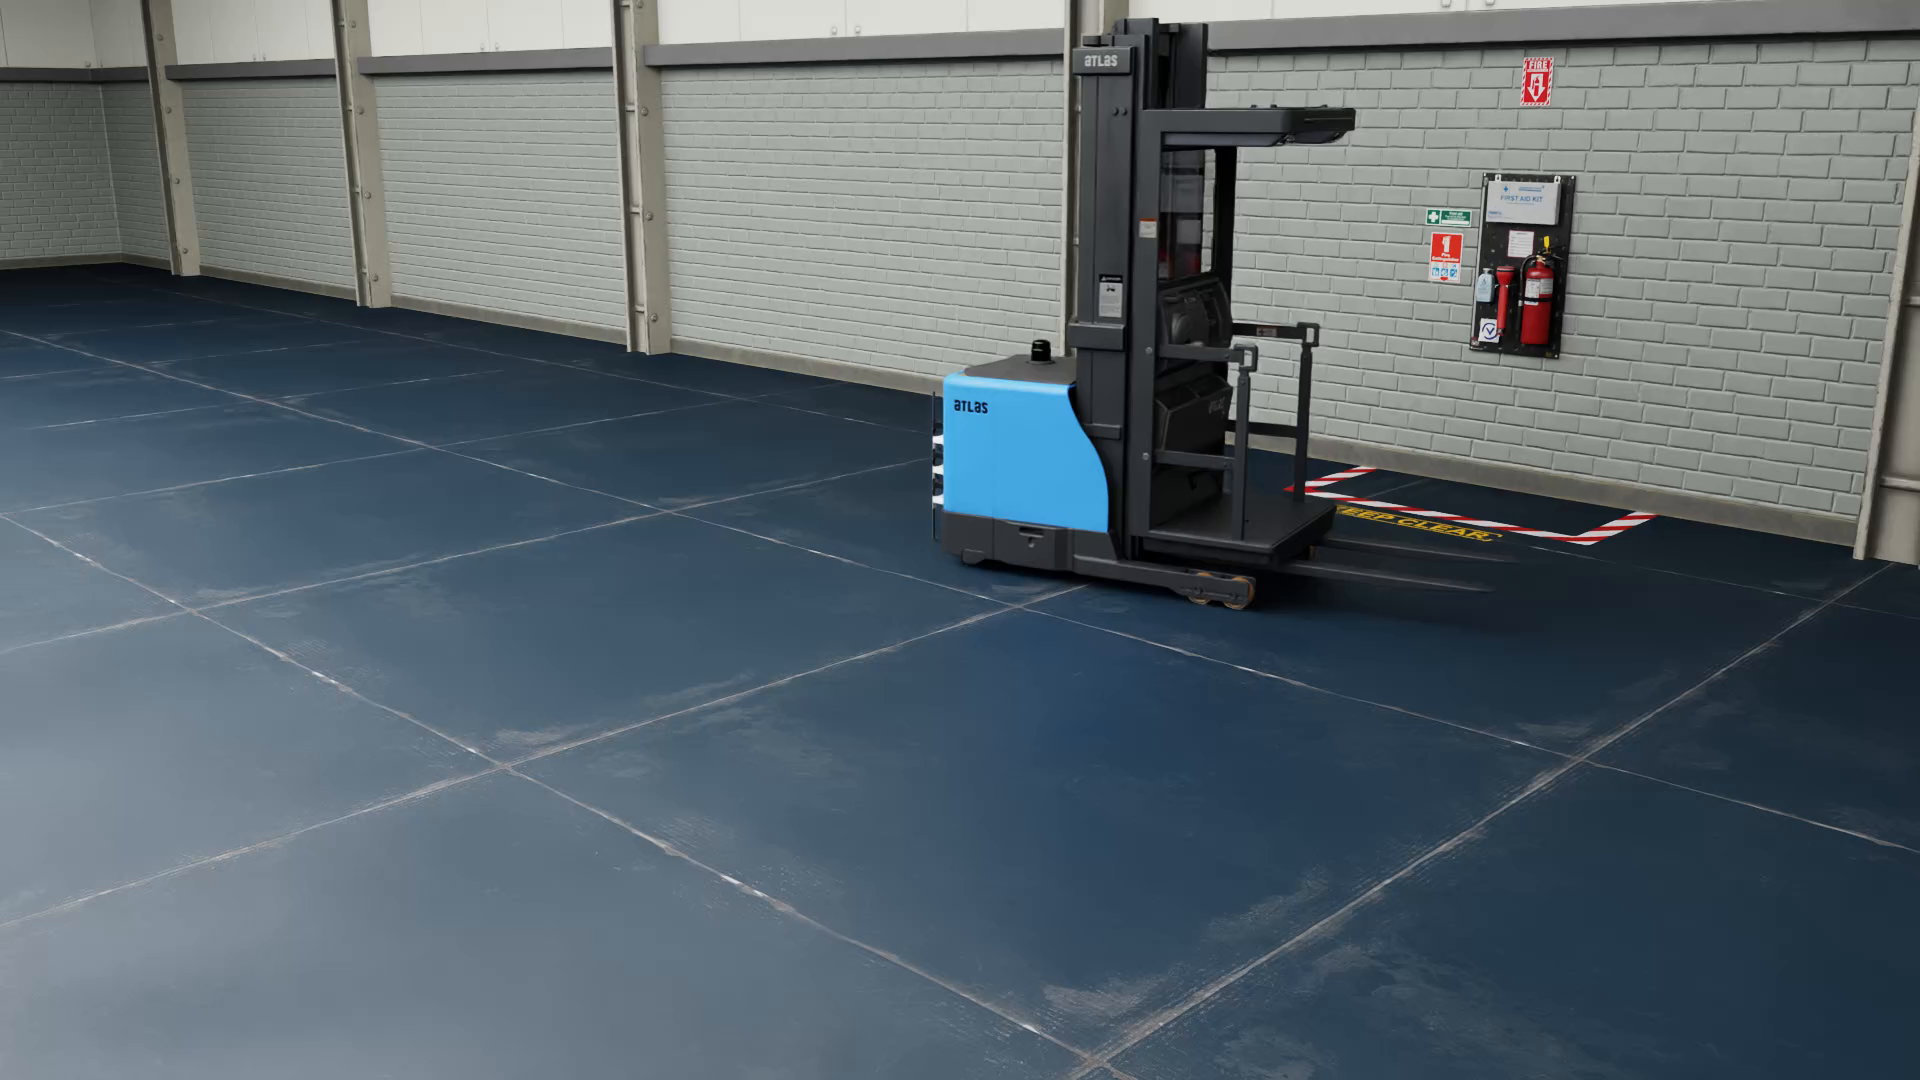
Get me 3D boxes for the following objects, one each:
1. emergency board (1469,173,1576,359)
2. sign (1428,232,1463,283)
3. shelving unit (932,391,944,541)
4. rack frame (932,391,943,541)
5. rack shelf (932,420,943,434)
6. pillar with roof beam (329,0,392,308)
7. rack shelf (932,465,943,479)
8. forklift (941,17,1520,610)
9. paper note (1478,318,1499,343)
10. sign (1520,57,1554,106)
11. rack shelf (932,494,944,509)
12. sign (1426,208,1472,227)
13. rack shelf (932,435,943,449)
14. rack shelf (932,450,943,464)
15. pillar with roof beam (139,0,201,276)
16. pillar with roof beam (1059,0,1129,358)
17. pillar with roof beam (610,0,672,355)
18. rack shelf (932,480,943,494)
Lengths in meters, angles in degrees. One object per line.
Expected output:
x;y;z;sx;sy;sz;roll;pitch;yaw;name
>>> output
3.613;-1.780;10.815;0.643;1.169;0.194;14;20;42;emergency board
3.287;-1.913;11.253;0.234;0.329;0.001;14;20;42;sign
-0.006;-0.435;9.814;0.210;0.900;0.258;13;19;40;shelving unit
-0.082;-0.452;9.879;0.006;0.900;0.240;13;19;40;rack frame
-0.004;-0.665;9.755;0.200;0.077;0.258;13;19;40;rack shelf
-10.580;-6.612;17.463;0.400;9.000;9.100;14;20;42;pillar with roof beam
-0.006;-0.403;9.822;0.200;0.077;0.258;13;19;40;rack shelf
1.430;-1.212;8.772;3.031;2.935;1.130;8;17;28;forklift
3.533;-1.397;11.093;0.142;0.148;0.016;14;20;42;paper note
3.676;-2.921;10.597;0.199;0.298;0.001;14;20;42;sign
-0.007;-0.229;9.867;0.200;0.077;0.258;13;19;40;rack shelf
3.284;-2.167;11.177;0.331;0.109;0.001;14;20;42;sign
-0.005;-0.577;9.777;0.200;0.077;0.258;13;19;40;rack shelf
-0.005;-0.490;9.800;0.200;0.077;0.258;13;19;40;rack shelf
-14.900;-7.663;21.493;0.400;9.000;9.100;14;20;42;pillar with roof beam
-1.942;-4.512;9.403;0.400;9.000;9.100;14;20;42;pillar with roof beam
-6.261;-5.562;13.433;0.400;9.000;9.100;14;20;42;pillar with roof beam
-0.007;-0.316;9.845;0.200;0.077;0.258;13;19;40;rack shelf
